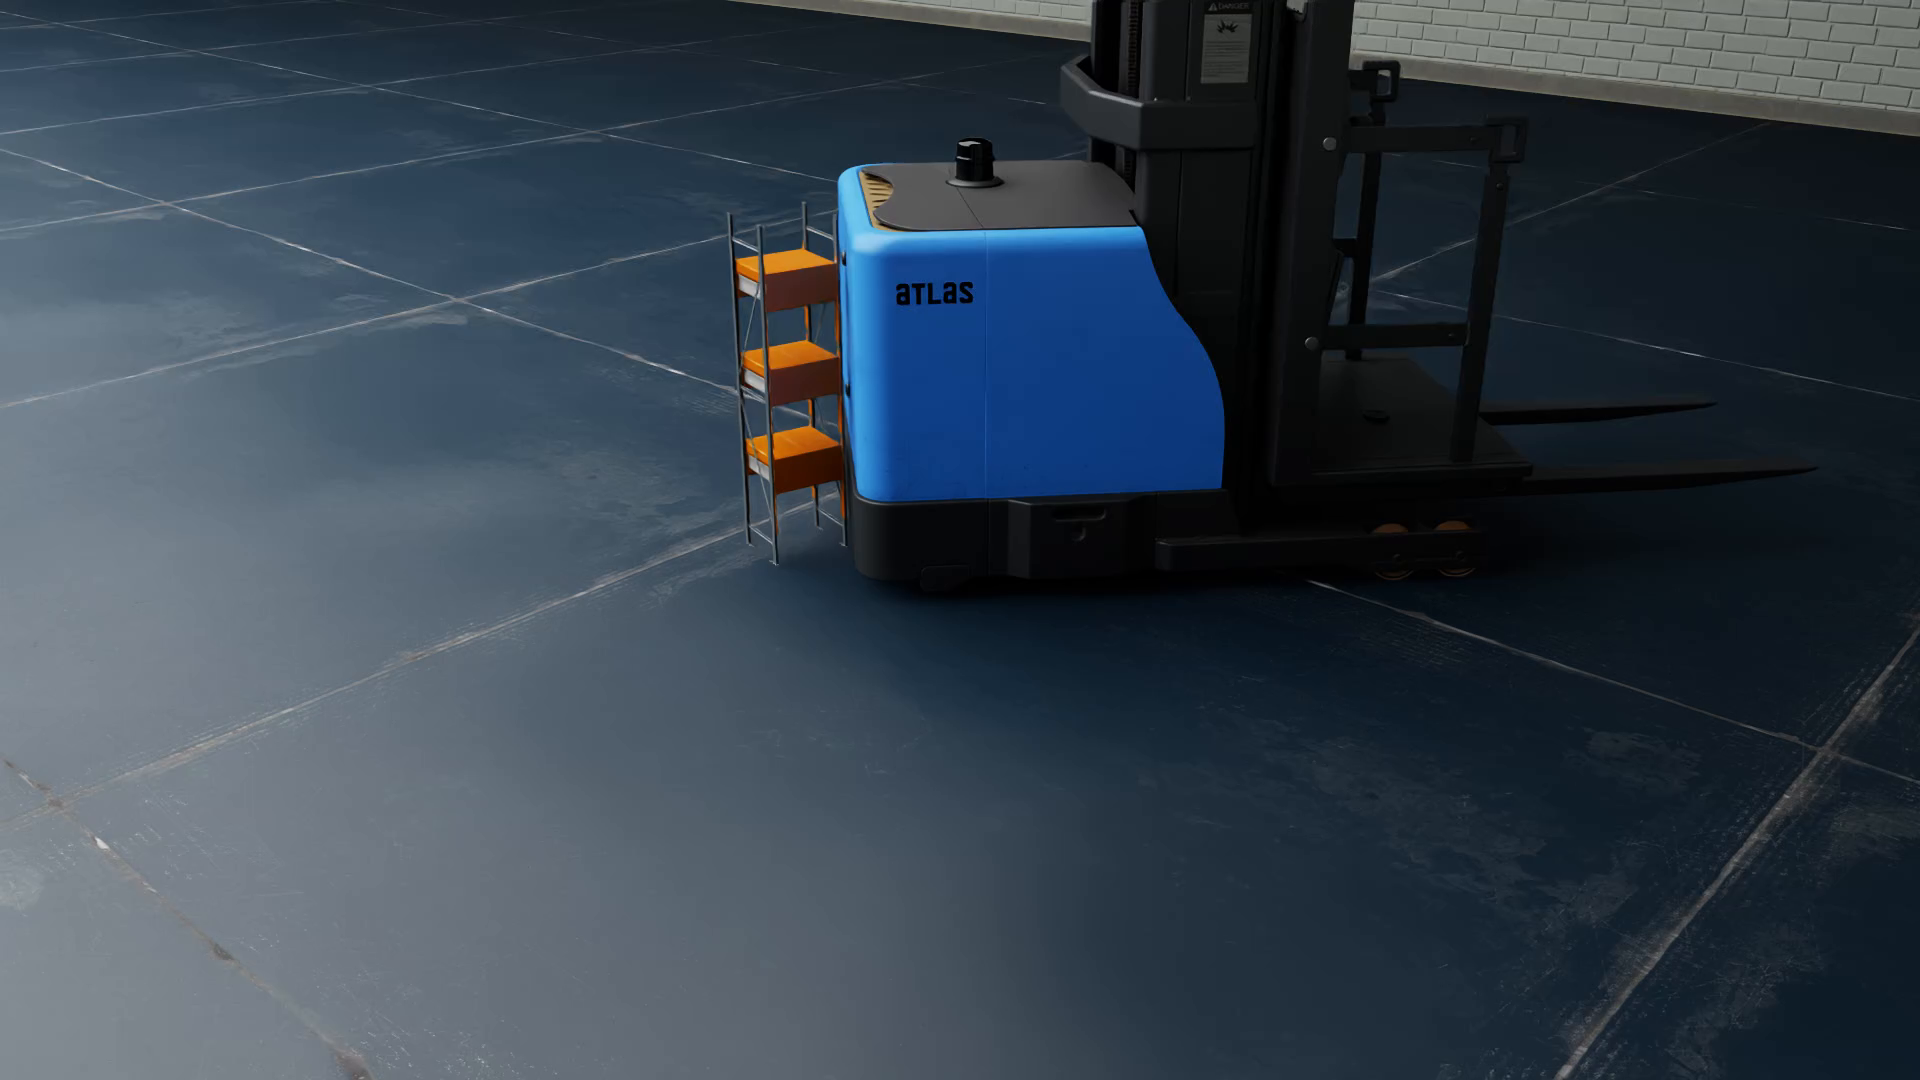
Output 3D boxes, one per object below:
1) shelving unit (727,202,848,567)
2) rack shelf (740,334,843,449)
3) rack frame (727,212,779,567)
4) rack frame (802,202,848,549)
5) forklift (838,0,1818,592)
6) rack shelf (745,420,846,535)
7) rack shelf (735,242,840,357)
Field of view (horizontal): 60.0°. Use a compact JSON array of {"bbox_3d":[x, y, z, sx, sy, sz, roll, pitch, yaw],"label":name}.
[{"bbox_3d":[-0.510,-0.459,4.990,0.252,1.050,0.215,-15,28,-30],"label":"shelving unit"},{"bbox_3d":[-0.510,-0.449,4.994,0.240,0.259,0.215,-15,28,-30],"label":"rack shelf"},{"bbox_3d":[-0.611,-0.431,4.928,0.008,1.050,0.200,-15,28,-30],"label":"rack frame"},{"bbox_3d":[-0.408,-0.486,5.052,0.008,1.050,0.200,-15,28,-30],"label":"rack frame"},{"bbox_3d":[1.153,-1.429,4.856,3.031,2.935,1.130,-3,24,-6],"label":"forklift"},{"bbox_3d":[-0.510,-0.196,5.108,0.240,0.259,0.215,-15,28,-30],"label":"rack shelf"},{"bbox_3d":[-0.510,-0.708,4.878,0.240,0.259,0.215,-15,28,-30],"label":"rack shelf"}]
